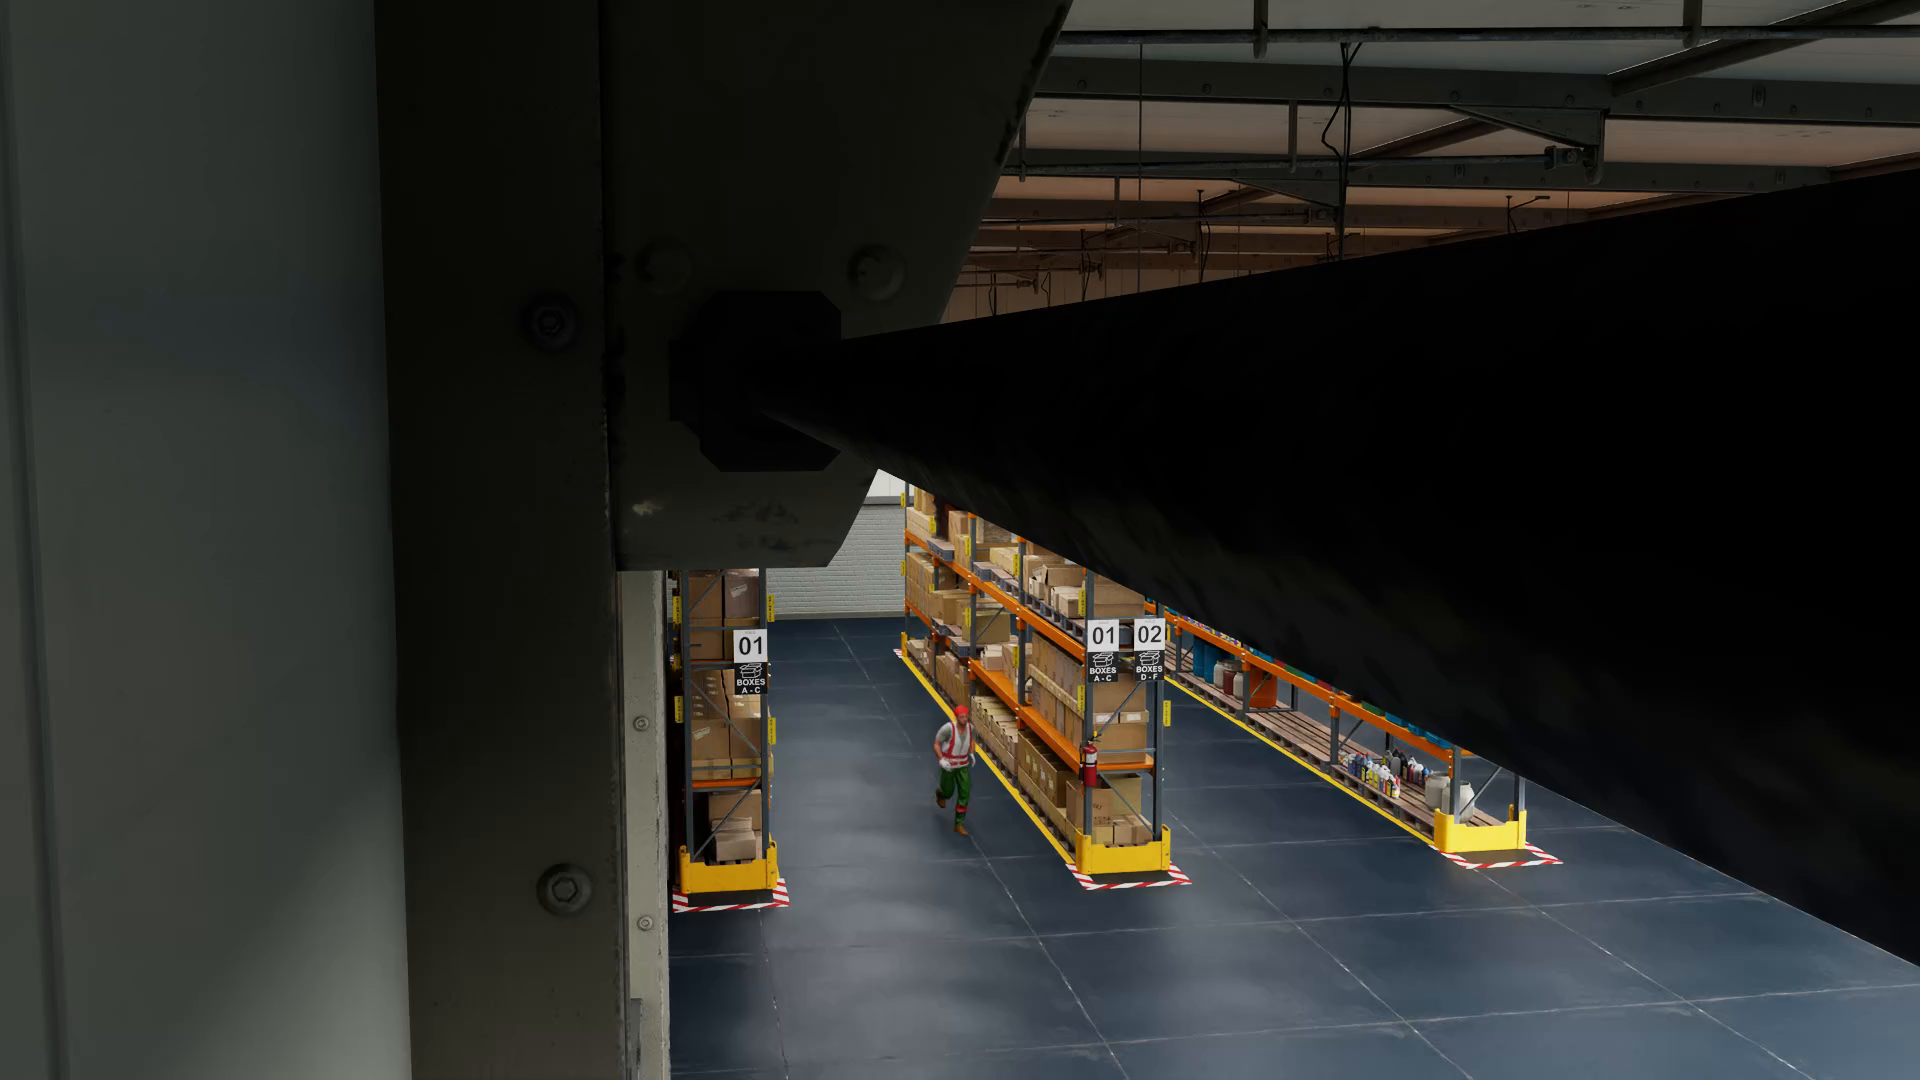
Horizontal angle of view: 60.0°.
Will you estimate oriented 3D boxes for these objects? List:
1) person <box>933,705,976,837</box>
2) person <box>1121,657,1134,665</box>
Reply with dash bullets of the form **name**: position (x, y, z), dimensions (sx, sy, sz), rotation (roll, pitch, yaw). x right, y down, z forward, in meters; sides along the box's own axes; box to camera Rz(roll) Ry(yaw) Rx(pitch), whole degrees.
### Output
- **person**: position (-0.070, 3.111, 22.840), dimensions (0.659, 1.766, 0.928), rotation (-3, 6, -23)
- **person**: position (2.922, 2.335, 29.907), dimensions (0.686, 1.773, 0.886), rotation (-1, 6, -9)
